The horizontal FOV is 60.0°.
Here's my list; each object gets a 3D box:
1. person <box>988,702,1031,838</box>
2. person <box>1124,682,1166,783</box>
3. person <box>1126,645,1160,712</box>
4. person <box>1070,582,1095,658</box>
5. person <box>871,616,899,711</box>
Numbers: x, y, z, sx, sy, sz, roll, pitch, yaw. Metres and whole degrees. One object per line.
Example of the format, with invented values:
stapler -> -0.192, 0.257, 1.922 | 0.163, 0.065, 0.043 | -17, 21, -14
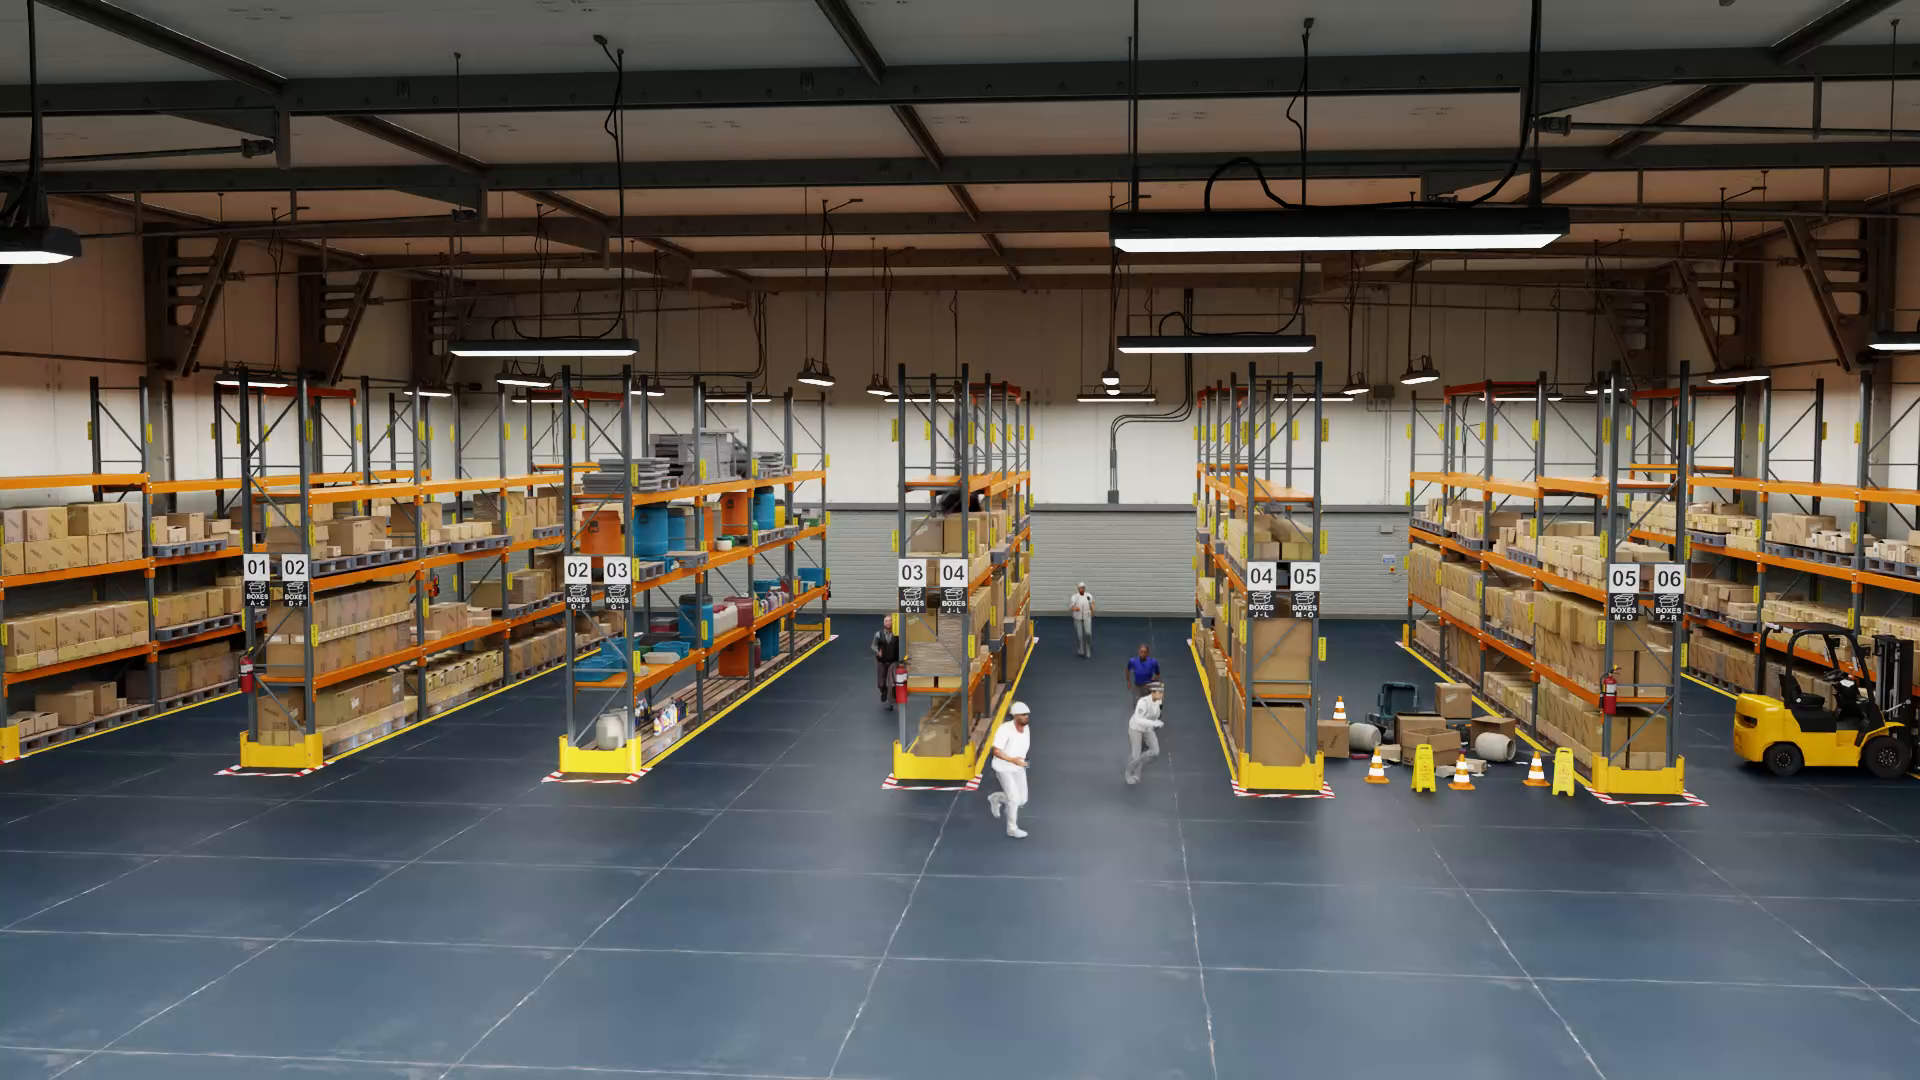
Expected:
person -> 0.609, 2.838, 20.609 | 0.749, 1.704, 0.685 | 4, 5, 45
person -> 2.674, 2.735, 23.636 | 0.643, 1.504, 0.842 | -3, 5, -36
person -> 2.998, 2.483, 27.269 | 0.564, 1.587, 0.696 | 0, 4, 4
person -> 2.740, 1.801, 37.212 | 0.581, 1.708, 0.718 | 0, 4, 2
person -> -1.284, 2.262, 30.169 | 0.669, 1.614, 0.760 | 0, 4, 1
